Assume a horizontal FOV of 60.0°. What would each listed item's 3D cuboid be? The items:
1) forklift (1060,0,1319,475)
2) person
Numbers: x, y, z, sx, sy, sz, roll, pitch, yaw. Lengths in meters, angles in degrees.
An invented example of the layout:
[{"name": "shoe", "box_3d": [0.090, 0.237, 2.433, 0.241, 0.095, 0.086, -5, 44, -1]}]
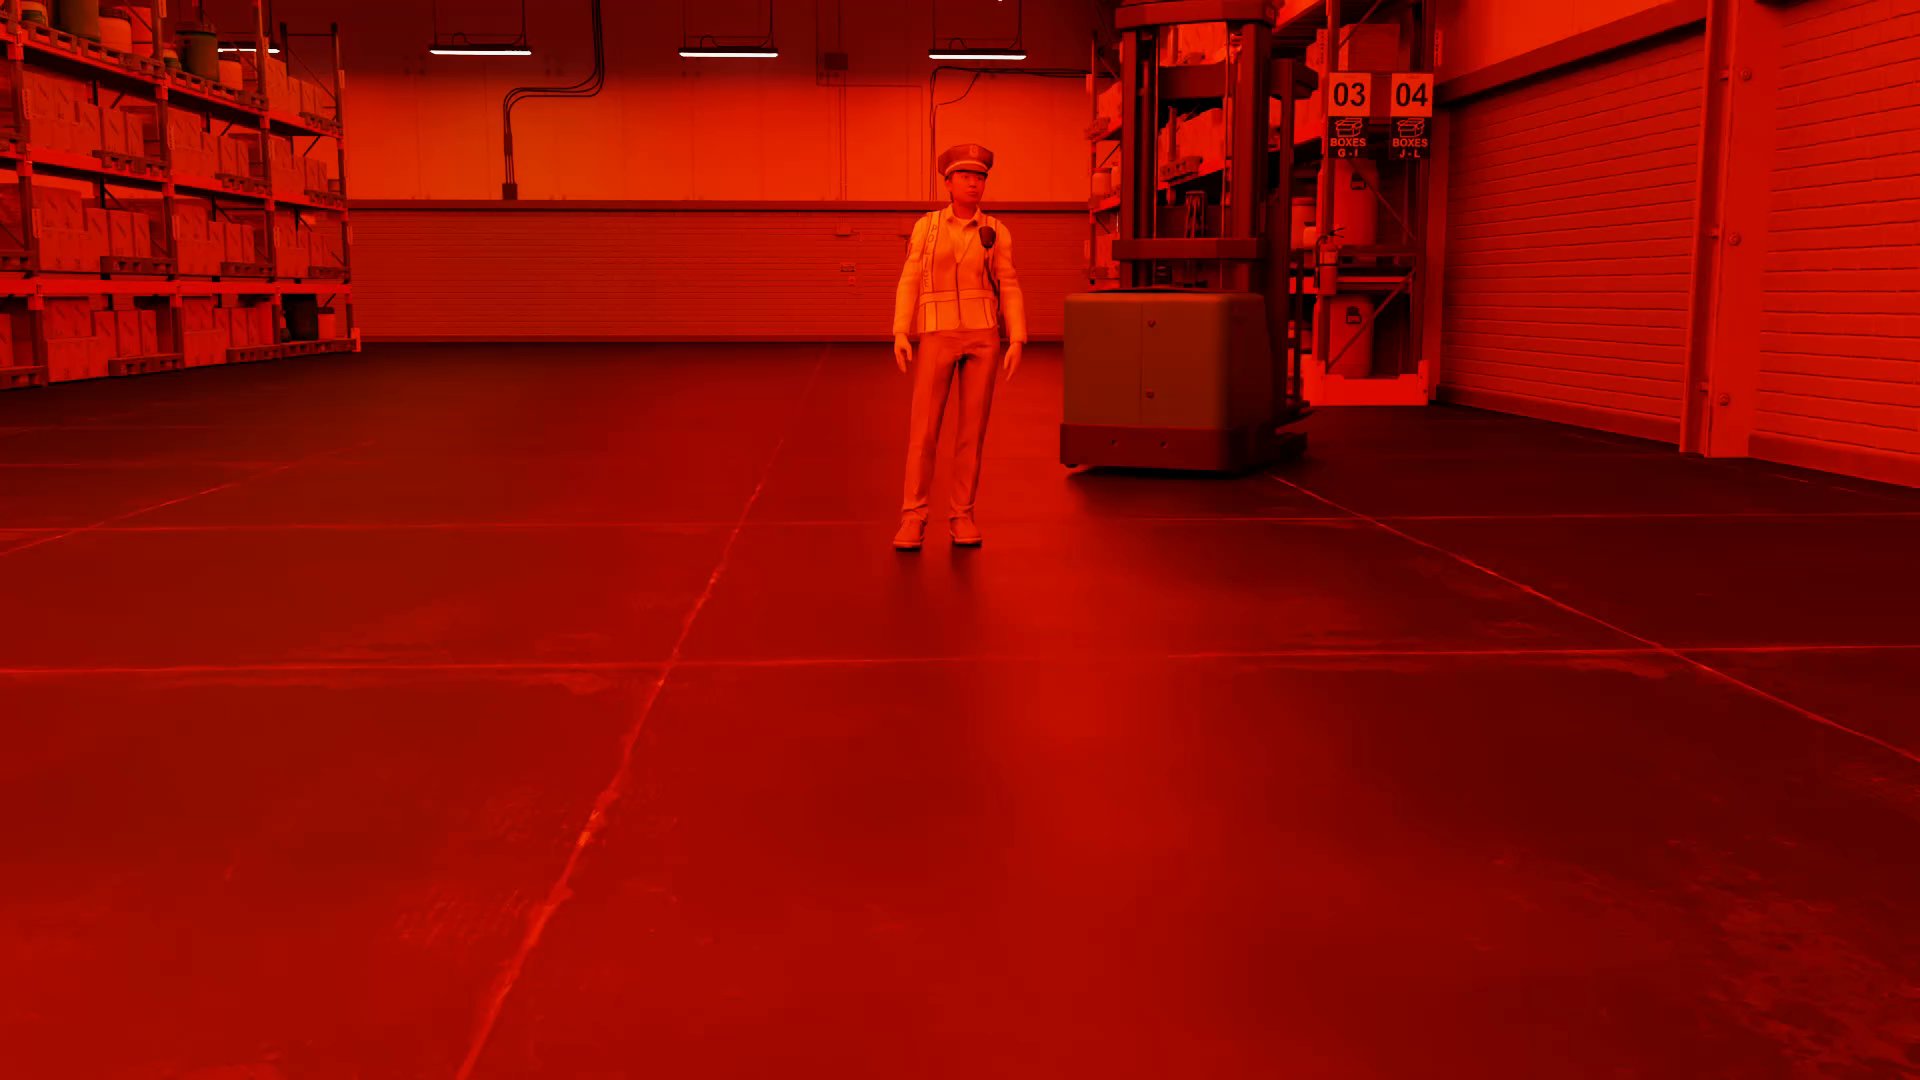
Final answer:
[{"name": "forklift", "box_3d": [1.666, -2.001, 10.808, 1.130, 2.935, 3.031, 4, 9, 24]}, {"name": "person", "box_3d": [-0.002, -0.836, 7.118, 0.587, 1.696, 0.534, -1, 8, -4]}]
